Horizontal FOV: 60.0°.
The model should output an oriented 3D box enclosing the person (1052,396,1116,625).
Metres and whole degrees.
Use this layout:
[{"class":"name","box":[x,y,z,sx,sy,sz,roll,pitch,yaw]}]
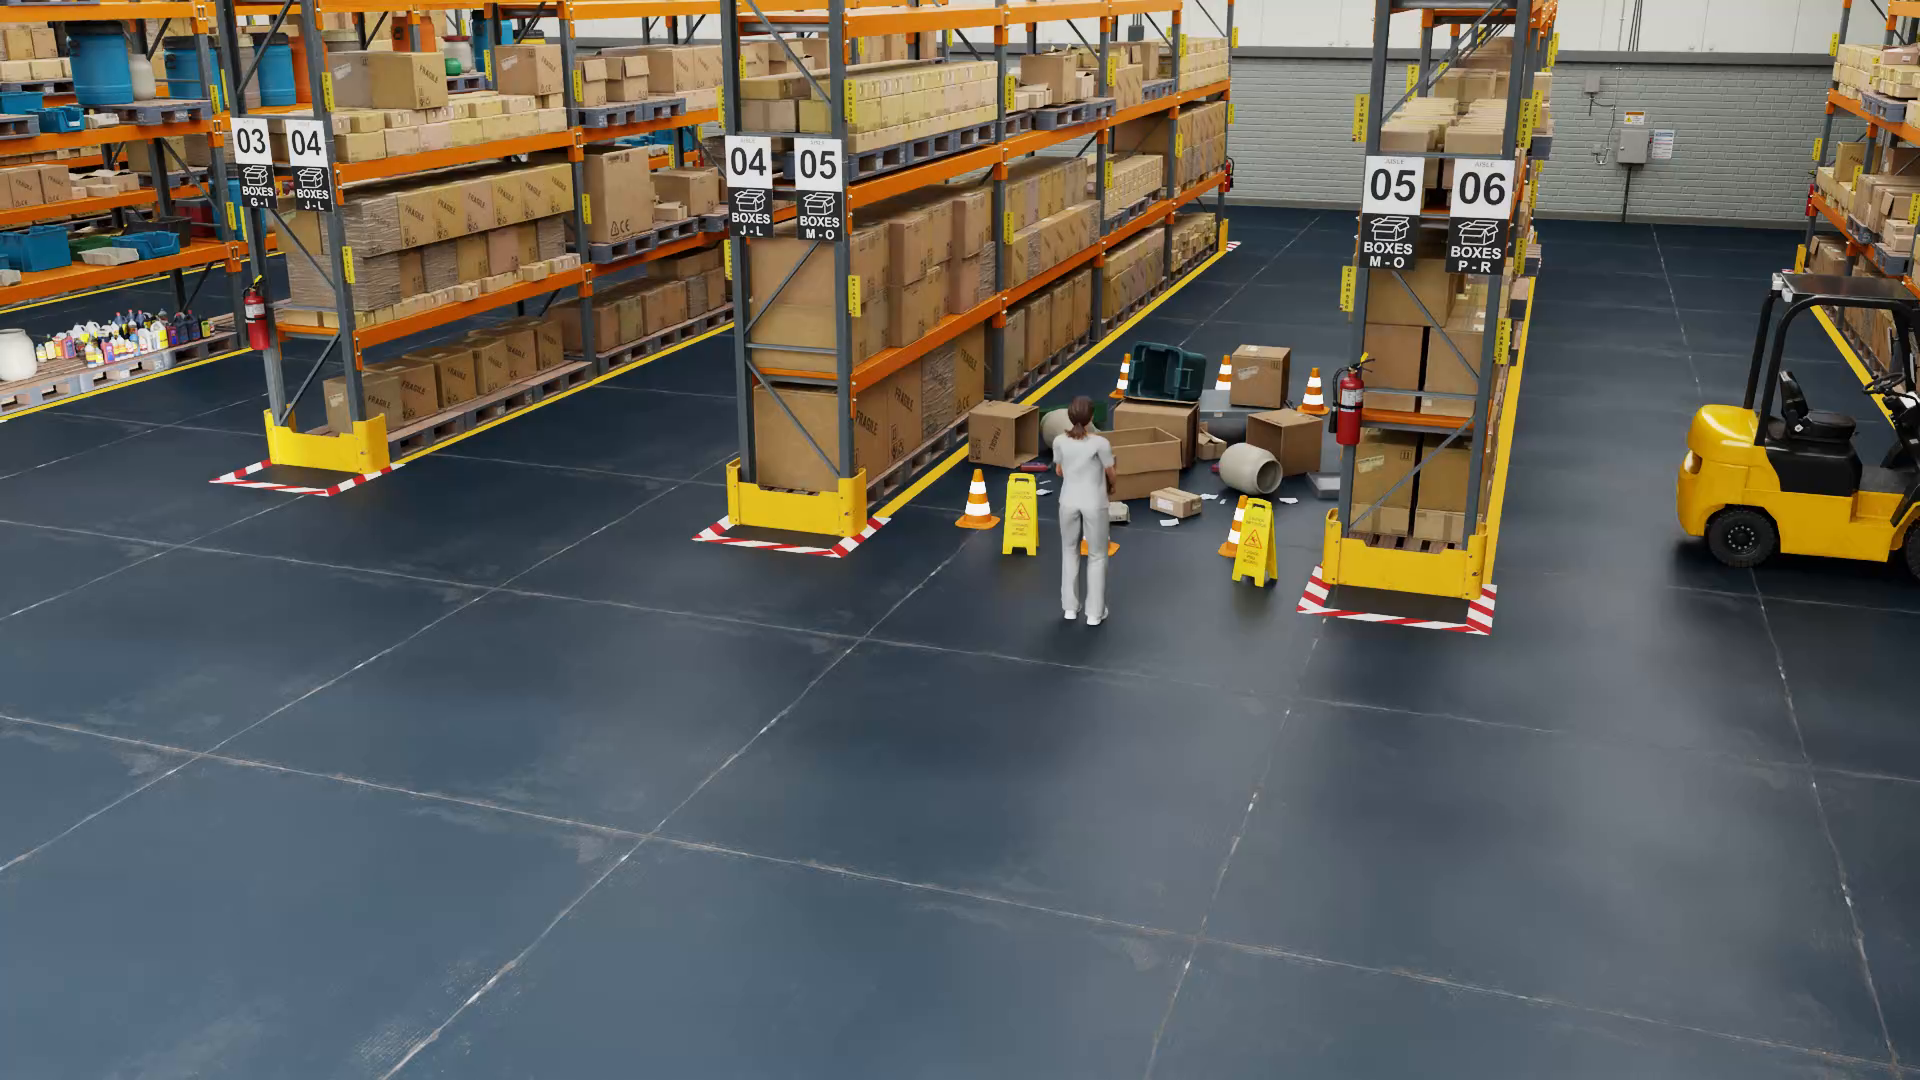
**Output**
[{"class":"person","box":[0.885,-0.239,11.781,0.441,1.664,0.550,6,20,18]}]
